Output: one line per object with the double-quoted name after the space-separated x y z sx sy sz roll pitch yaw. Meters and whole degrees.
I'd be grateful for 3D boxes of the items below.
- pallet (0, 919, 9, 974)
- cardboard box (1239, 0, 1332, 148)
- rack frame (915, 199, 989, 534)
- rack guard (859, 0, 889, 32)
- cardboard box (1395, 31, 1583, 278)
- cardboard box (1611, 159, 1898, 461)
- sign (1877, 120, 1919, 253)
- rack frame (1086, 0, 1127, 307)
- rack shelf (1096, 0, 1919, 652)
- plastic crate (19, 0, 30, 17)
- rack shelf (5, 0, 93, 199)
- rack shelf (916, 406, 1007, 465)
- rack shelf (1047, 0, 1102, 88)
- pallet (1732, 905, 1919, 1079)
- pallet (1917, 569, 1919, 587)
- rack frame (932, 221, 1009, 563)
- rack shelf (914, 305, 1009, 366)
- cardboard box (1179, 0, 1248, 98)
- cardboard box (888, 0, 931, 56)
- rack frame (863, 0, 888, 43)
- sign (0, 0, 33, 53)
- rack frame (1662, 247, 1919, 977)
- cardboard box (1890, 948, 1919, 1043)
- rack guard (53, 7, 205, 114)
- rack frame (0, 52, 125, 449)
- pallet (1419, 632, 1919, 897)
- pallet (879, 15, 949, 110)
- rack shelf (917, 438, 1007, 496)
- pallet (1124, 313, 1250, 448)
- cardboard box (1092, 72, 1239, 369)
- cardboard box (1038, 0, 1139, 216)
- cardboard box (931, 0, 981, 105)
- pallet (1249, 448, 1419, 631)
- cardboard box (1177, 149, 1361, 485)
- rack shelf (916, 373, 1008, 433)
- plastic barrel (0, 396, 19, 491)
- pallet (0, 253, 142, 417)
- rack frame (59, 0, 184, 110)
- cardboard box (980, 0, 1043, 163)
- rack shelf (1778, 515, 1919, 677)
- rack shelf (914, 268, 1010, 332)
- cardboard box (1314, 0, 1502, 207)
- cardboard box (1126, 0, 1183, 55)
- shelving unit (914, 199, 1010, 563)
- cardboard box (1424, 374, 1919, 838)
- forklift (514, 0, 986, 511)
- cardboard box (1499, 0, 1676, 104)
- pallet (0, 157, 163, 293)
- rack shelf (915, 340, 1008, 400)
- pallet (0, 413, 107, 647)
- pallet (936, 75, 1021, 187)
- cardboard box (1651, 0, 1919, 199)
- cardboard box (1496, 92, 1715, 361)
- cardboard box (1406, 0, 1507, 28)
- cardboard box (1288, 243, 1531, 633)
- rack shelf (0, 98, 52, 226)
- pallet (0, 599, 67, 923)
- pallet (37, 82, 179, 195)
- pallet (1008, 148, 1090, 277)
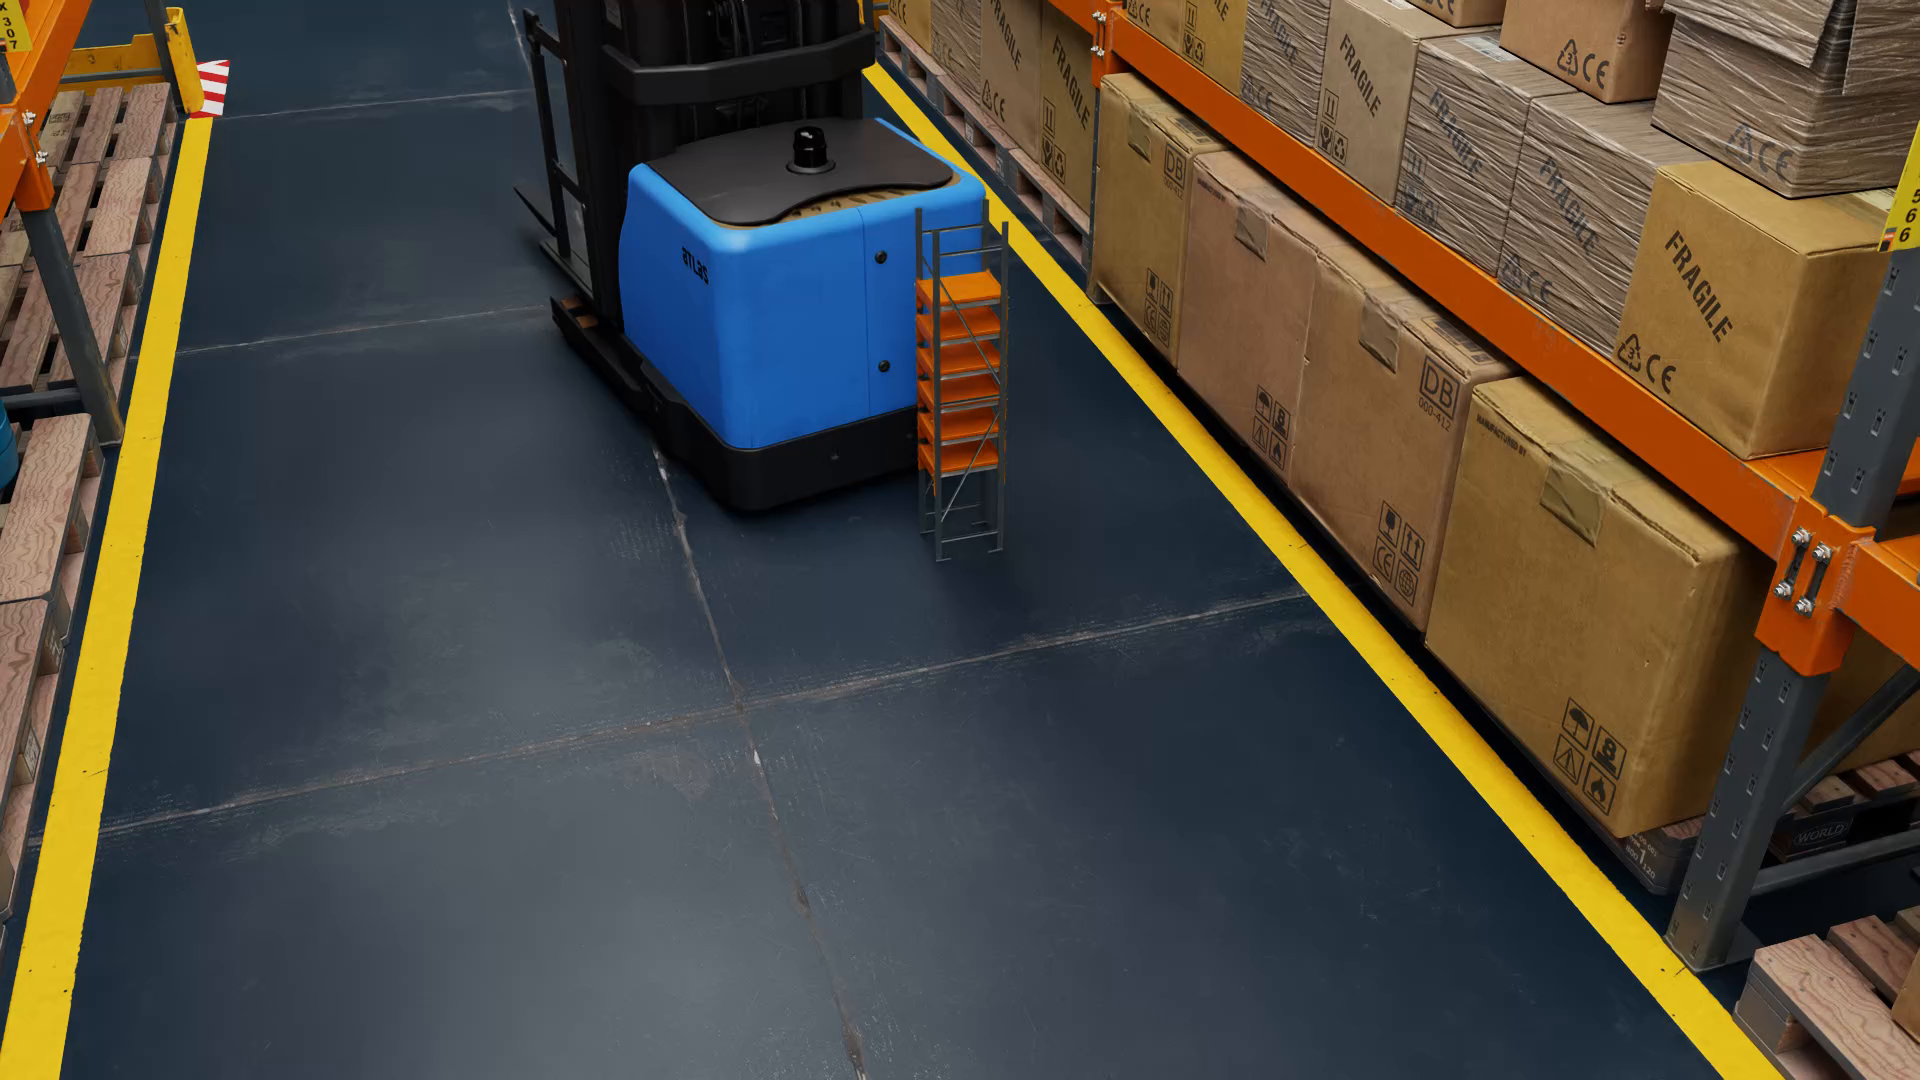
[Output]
-2.723 1.301 3.589 1.003 0.211 1.213 -10 35 -15 "pallet"
1.263 -1.620 5.390 0.500 0.500 0.500 -11 35 -16 "cardboard box"
-0.023 -0.541 5.480 0.240 1.200 0.006 -10 35 -15 "rack frame"
-0.174 -3.458 10.530 1.175 0.500 0.348 -10 35 -15 "rack guard"
1.580 -1.082 4.576 0.500 0.500 0.500 -11 35 -16 "cardboard box"
1.888 -0.547 3.767 0.500 0.500 0.500 -9 35 -13 "cardboard box"
1.746 -0.676 3.002 0.100 0.325 0.005 -10 35 -15 "sign"
1.054 -2.388 6.644 1.000 3.000 0.127 -10 35 -15 "rack frame"
1.664 -1.038 5.253 1.077 0.370 4.000 -10 35 -15 "rack shelf"
-3.696 -2.118 6.122 0.402 0.464 0.583 -10 35 -15 "plastic crate"
-4.273 -2.305 7.171 1.077 0.370 4.000 -10 35 -15 "rack shelf"
0.004 -0.356 5.498 0.258 0.103 0.180 -10 35 -15 "rack shelf"
0.444 -3.138 8.431 1.077 0.370 4.000 -10 35 -15 "rack shelf"
2.511 1.286 3.613 1.003 0.211 1.213 -10 35 -15 "pallet"
2.593 0.148 2.979 1.213 0.211 1.003 -10 35 -15 "pallet"
0.032 -0.445 5.335 0.240 1.200 0.006 -10 35 -15 "rack frame"
0.004 -0.656 5.300 0.258 0.103 0.180 -10 35 -15 "rack shelf"
1.110 -1.883 5.788 0.500 0.500 0.500 -10 35 -15 "cardboard box"
0.105 -3.455 9.804 0.875 0.875 0.875 -10 35 -15 "cardboard box"
-0.166 -4.488 9.822 1.000 3.000 0.127 -10 35 -15 "rack frame"
-3.139 -1.762 5.445 0.100 0.325 0.005 -10 35 -15 "sign"
2.274 -0.288 3.465 1.000 3.000 0.127 -10 35 -15 "rack frame"
2.497 0.919 3.506 0.700 0.500 0.500 -12 35 -17 "cardboard box"
-4.903 -2.623 9.266 1.175 0.500 0.348 -10 35 -15 "rack guard"
-3.663 -1.555 5.383 1.000 3.000 0.127 -10 35 -15 "rack frame"
2.105 0.449 4.880 1.003 0.211 1.213 -10 35 -15 "pallet"
0.152 -2.918 9.975 1.003 0.211 1.213 -10 35 -15 "pallet"
0.004 -0.256 5.565 0.258 0.103 0.180 -10 35 -15 "rack shelf"
1.361 -0.833 6.818 1.003 0.211 1.213 -10 35 -15 "pallet"
1.268 -1.344 6.610 1.225 0.875 0.875 -10 35 -15 "cardboard box"
0.929 -2.037 7.658 0.875 0.875 0.875 -10 35 -15 "cardboard box"
0.383 -2.977 9.081 0.875 0.875 0.875 -10 35 -15 "cardboard box"
1.737 -0.191 5.847 1.003 0.211 1.213 -10 35 -15 "pallet"
1.542 -0.875 5.900 1.225 0.875 0.875 -11 35 -16 "cardboard box"
0.004 -0.456 5.432 0.258 0.103 0.180 -10 35 -15 "rack shelf"
-3.513 -0.567 5.409 0.600 0.901 0.708 -10 35 -15 "plastic barrel"
-3.924 -0.772 6.726 1.003 0.211 1.213 -10 35 -15 "pallet"
-4.883 -3.656 8.561 1.000 3.000 0.127 -10 35 -15 "rack frame"
0.654 -2.510 8.373 0.875 0.875 0.875 -10 35 -15 "cardboard box"
2.884 1.062 2.075 1.077 0.370 4.000 -10 35 -15 "rack shelf"
0.004 -0.756 5.234 0.258 0.103 0.180 -10 35 -15 "rack shelf"
1.425 -1.350 4.981 0.500 0.500 0.500 -9 35 -14 "cardboard box"
0.956 -2.147 6.187 0.500 0.500 0.500 -10 35 -15 "cardboard box"
0.004 -0.493 5.408 0.258 1.200 0.189 -10 35 -15 "shelving unit"
2.083 0.057 4.489 1.225 0.875 0.875 -12 35 -17 "cardboard box"
-1.072 -2.109 6.283 1.130 2.935 3.031 -18 37 -25 "forklift"
1.870 -1.478 4.265 0.797 0.503 0.637 -9 35 -14 "cardboard box"
-4.300 -1.413 7.697 1.003 0.211 1.213 -10 35 -15 "pallet"
0.004 -0.556 5.366 0.258 0.103 0.180 -10 35 -15 "rack shelf"
-3.467 0.020 5.528 1.003 0.211 1.213 -10 35 -15 "pallet"
0.521 -2.279 9.008 1.003 0.211 1.213 -10 35 -15 "pallet"
2.066 -1.135 3.746 0.797 0.503 0.637 -9 34 -13 "cardboard box"
1.741 -0.810 4.164 0.500 0.500 0.500 -10 35 -15 "cardboard box"
1.659 -1.829 4.796 0.797 0.503 0.637 -9 34 -13 "cardboard box"
1.819 -0.412 5.199 1.225 0.875 0.875 -10 35 -15 "cardboard box"
-3.053 -0.205 3.992 1.077 0.370 4.000 -10 35 -15 "rack shelf"
-3.091 0.662 4.557 1.003 0.211 1.213 -10 35 -15 "pallet"
-4.669 -2.053 8.665 1.003 0.211 1.213 -10 35 -15 "pallet"
0.896 -1.637 8.036 1.003 0.211 1.213 -10 35 -15 "pallet"
